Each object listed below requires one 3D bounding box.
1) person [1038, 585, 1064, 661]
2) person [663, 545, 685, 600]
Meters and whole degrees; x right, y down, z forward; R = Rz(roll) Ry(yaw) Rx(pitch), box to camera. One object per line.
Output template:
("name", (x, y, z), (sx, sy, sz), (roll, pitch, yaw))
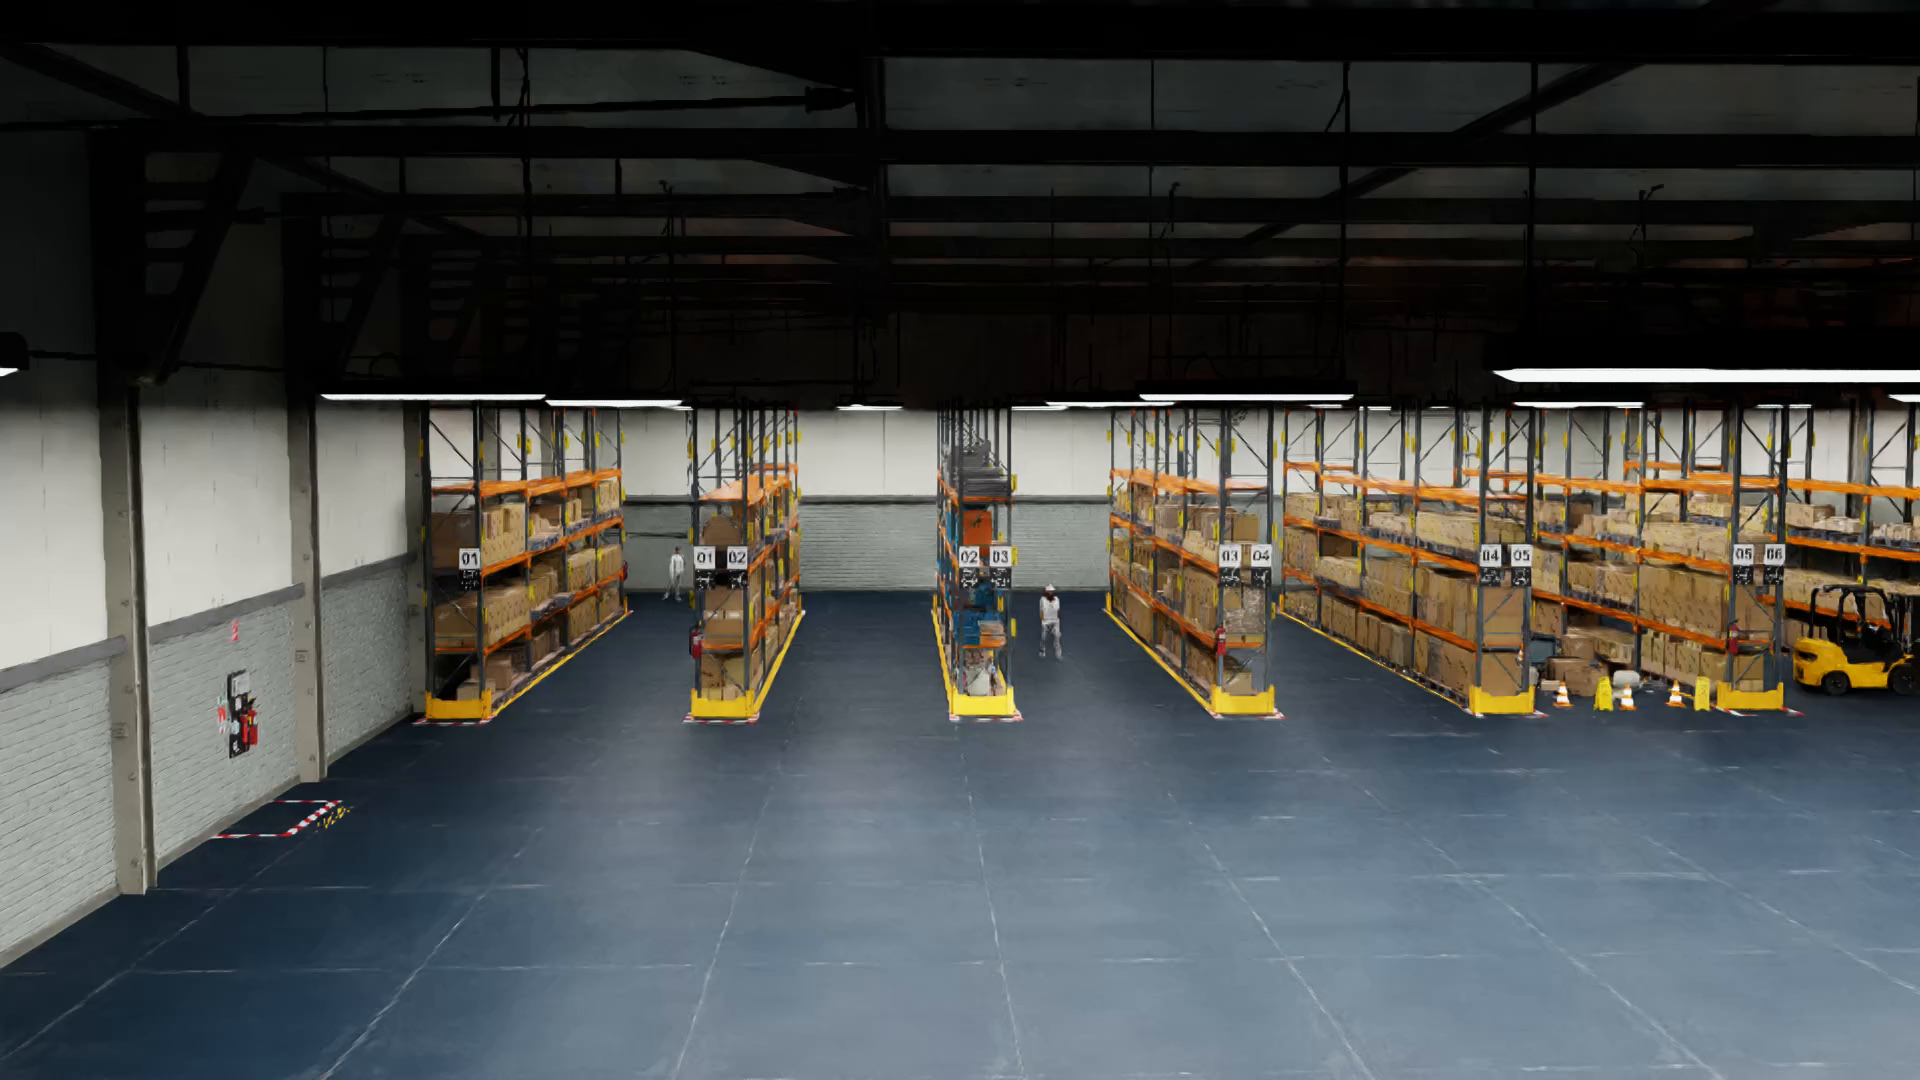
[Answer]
("person", (2.064, 1.898, 38.248), (0.554, 1.724, 1.031), (-1, 4, -11))
("person", (-8.695, 0.992, 50.540), (0.652, 1.661, 0.501), (-4, 6, -43))
